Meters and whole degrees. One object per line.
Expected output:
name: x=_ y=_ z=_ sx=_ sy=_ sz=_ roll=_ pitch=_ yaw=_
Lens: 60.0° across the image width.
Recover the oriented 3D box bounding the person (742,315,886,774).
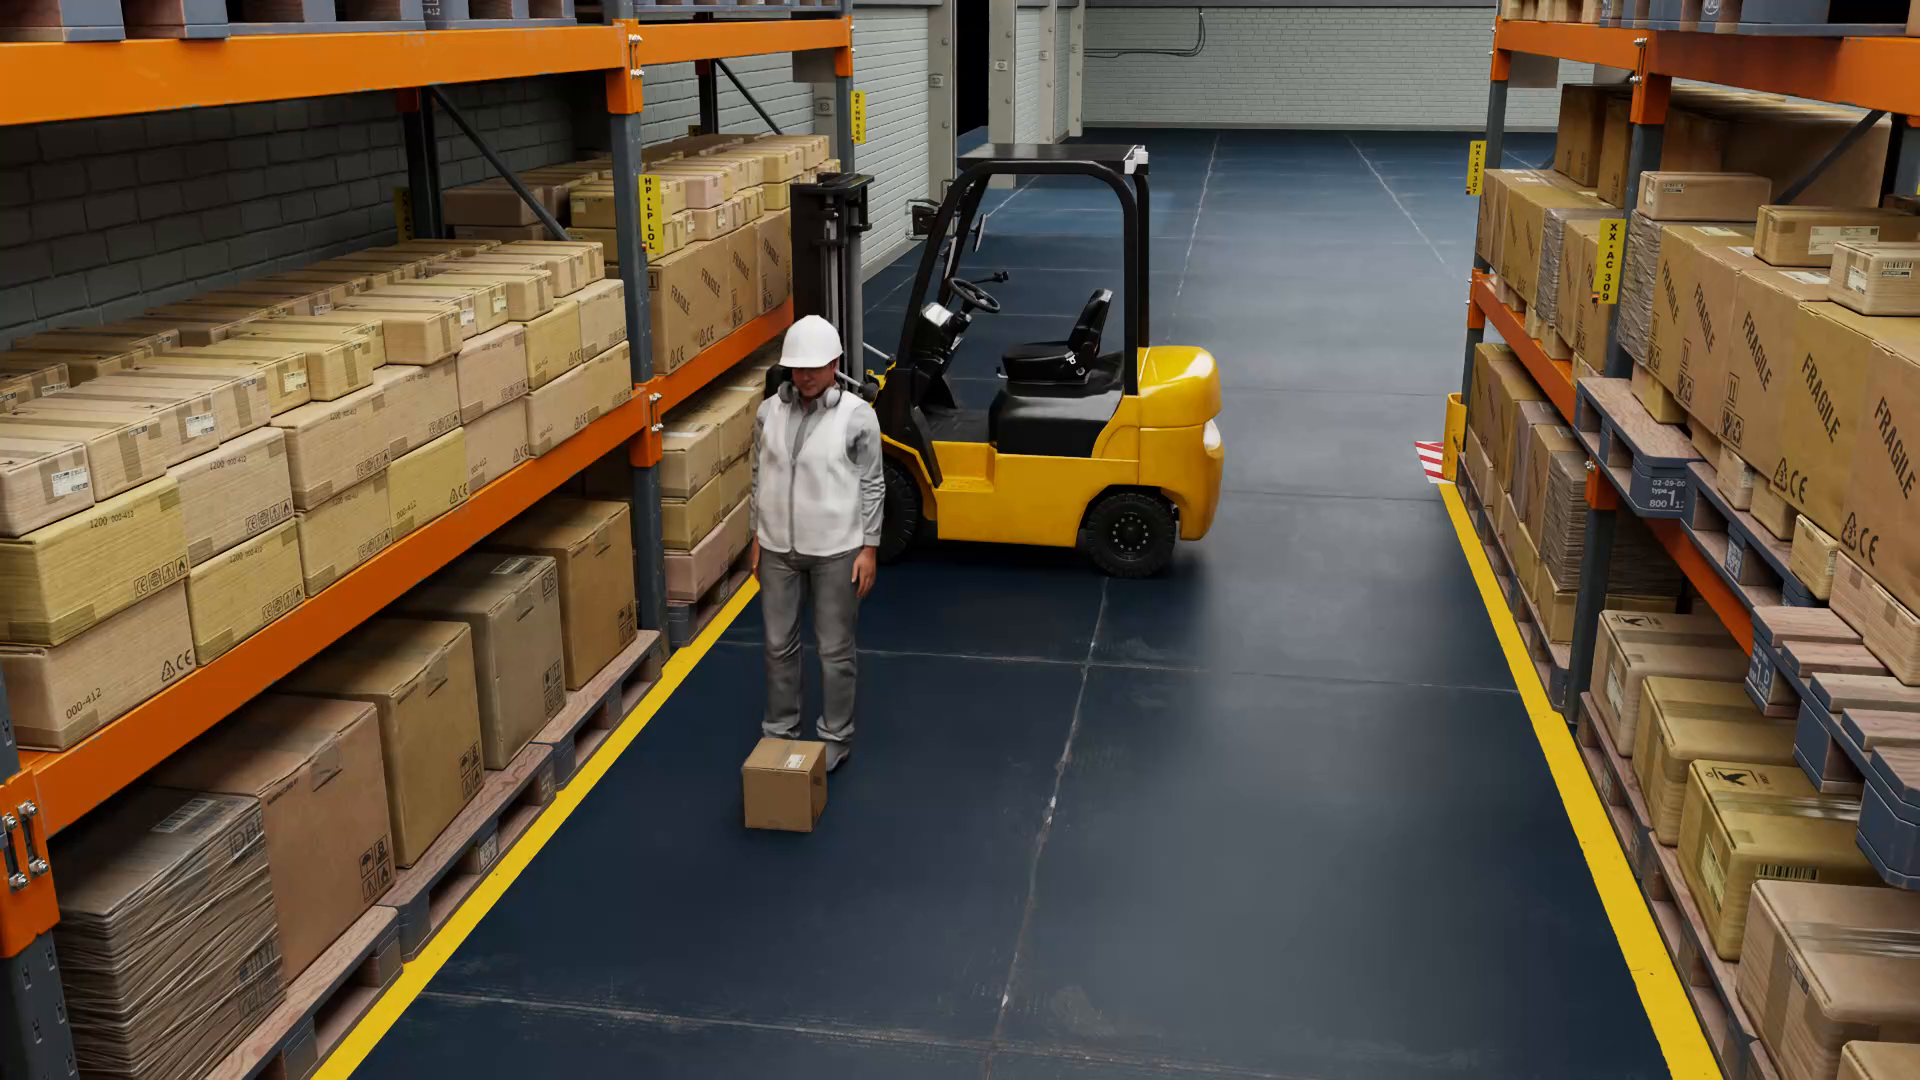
person: x=-0.569 y=0.044 z=6.376 sx=0.548 sy=1.808 sz=0.413 roll=6 pitch=19 yaw=18
